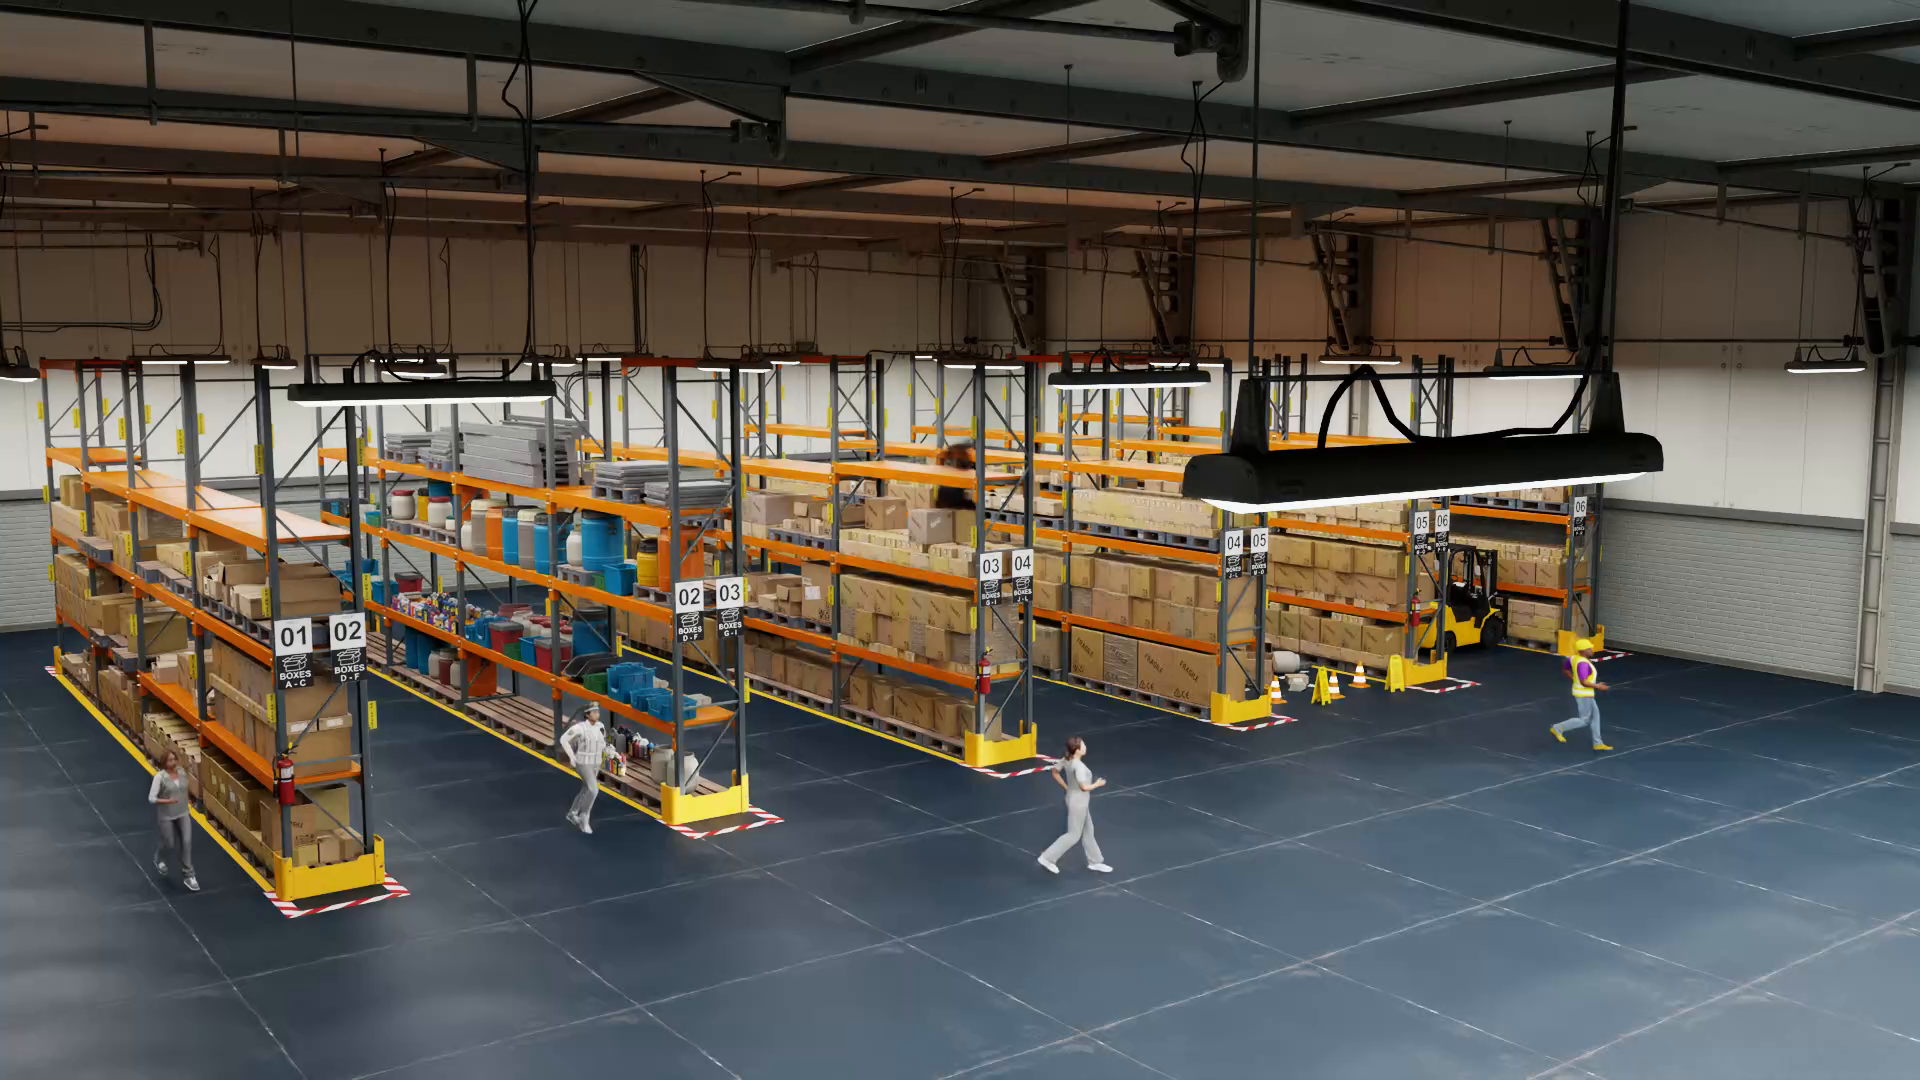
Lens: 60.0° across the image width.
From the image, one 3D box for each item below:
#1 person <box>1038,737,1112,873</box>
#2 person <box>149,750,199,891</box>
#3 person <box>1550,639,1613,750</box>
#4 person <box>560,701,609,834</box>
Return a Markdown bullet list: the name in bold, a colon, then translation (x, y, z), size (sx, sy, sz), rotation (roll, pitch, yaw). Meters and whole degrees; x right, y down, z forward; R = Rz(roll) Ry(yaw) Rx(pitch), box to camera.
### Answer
- **person**: translation (1.368, 3.135, 19.574), size (0.950, 1.674, 0.565), rotation (-2, 7, -14)
- **person**: translation (-9.119, 3.213, 19.266), size (0.877, 1.593, 0.537), rotation (6, 9, 40)
- **person**: translation (9.621, 2.390, 25.668), size (0.966, 1.741, 0.713), rotation (1, 7, 10)
- **person**: translation (-4.825, 2.937, 21.595), size (0.694, 1.718, 0.593), rotation (5, 8, 36)
